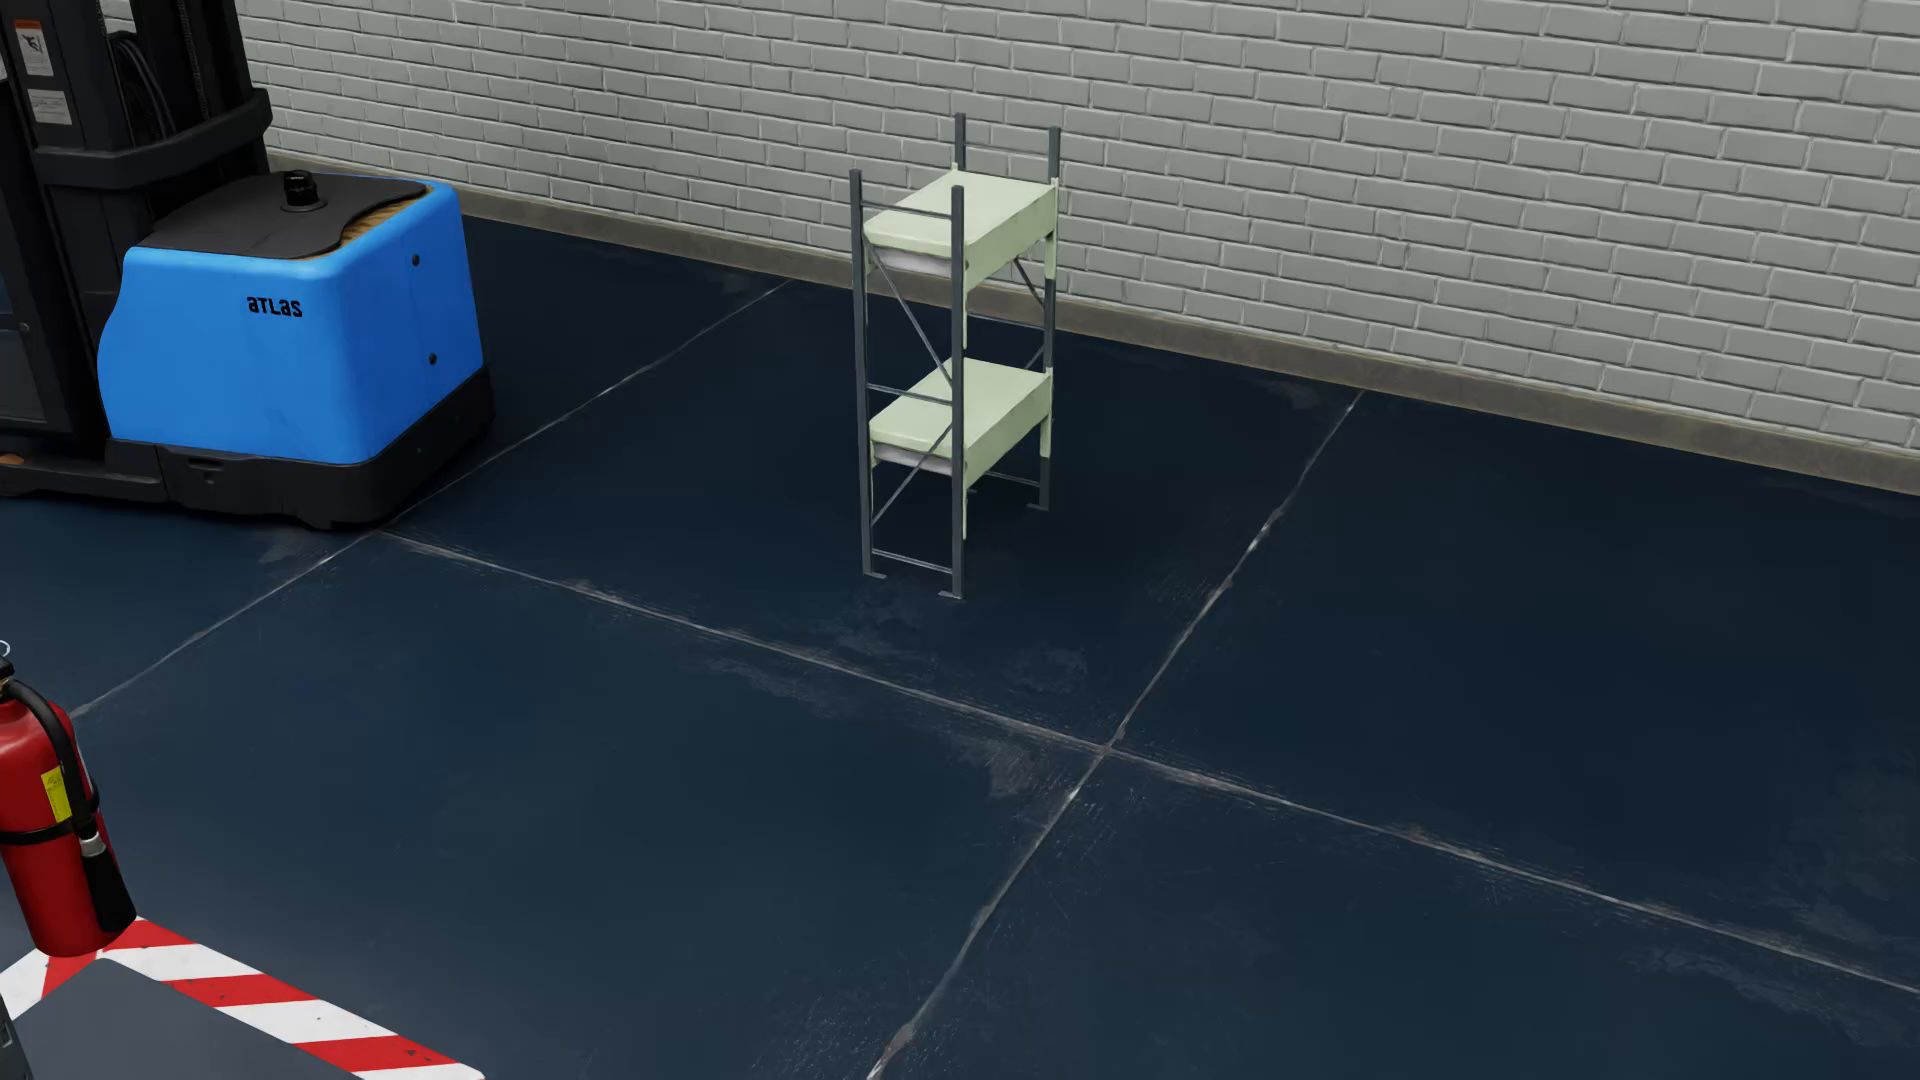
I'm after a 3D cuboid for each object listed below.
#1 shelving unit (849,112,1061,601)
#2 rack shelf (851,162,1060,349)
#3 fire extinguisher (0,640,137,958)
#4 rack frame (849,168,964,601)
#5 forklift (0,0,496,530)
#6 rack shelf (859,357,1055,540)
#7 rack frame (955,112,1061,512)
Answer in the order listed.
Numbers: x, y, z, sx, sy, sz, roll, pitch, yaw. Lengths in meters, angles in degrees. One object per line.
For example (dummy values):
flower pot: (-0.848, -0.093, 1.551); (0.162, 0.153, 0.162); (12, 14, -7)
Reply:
shelving unit: (-0.003, -0.647, 5.871); (0.431, 1.500, 0.755); (14, 33, 23)
rack shelf: (-0.003, -0.986, 5.677); (0.431, 0.370, 0.720); (14, 33, 23)
fire extinguisher: (-1.635, 0.432, 2.938); (0.296, 0.674, 0.183); (14, 33, 23)
rack frame: (-0.170, -0.485, 5.589); (0.400, 1.500, 0.023); (14, 33, 23)
forklift: (-3.533, -1.687, 6.245); (3.031, 2.935, 1.130); (7, 31, 12)
rack shelf: (-0.003, -0.365, 6.034); (0.431, 0.370, 0.720); (14, 33, 23)
rack frame: (0.164, -0.810, 6.154); (0.400, 1.500, 0.023); (14, 33, 23)
